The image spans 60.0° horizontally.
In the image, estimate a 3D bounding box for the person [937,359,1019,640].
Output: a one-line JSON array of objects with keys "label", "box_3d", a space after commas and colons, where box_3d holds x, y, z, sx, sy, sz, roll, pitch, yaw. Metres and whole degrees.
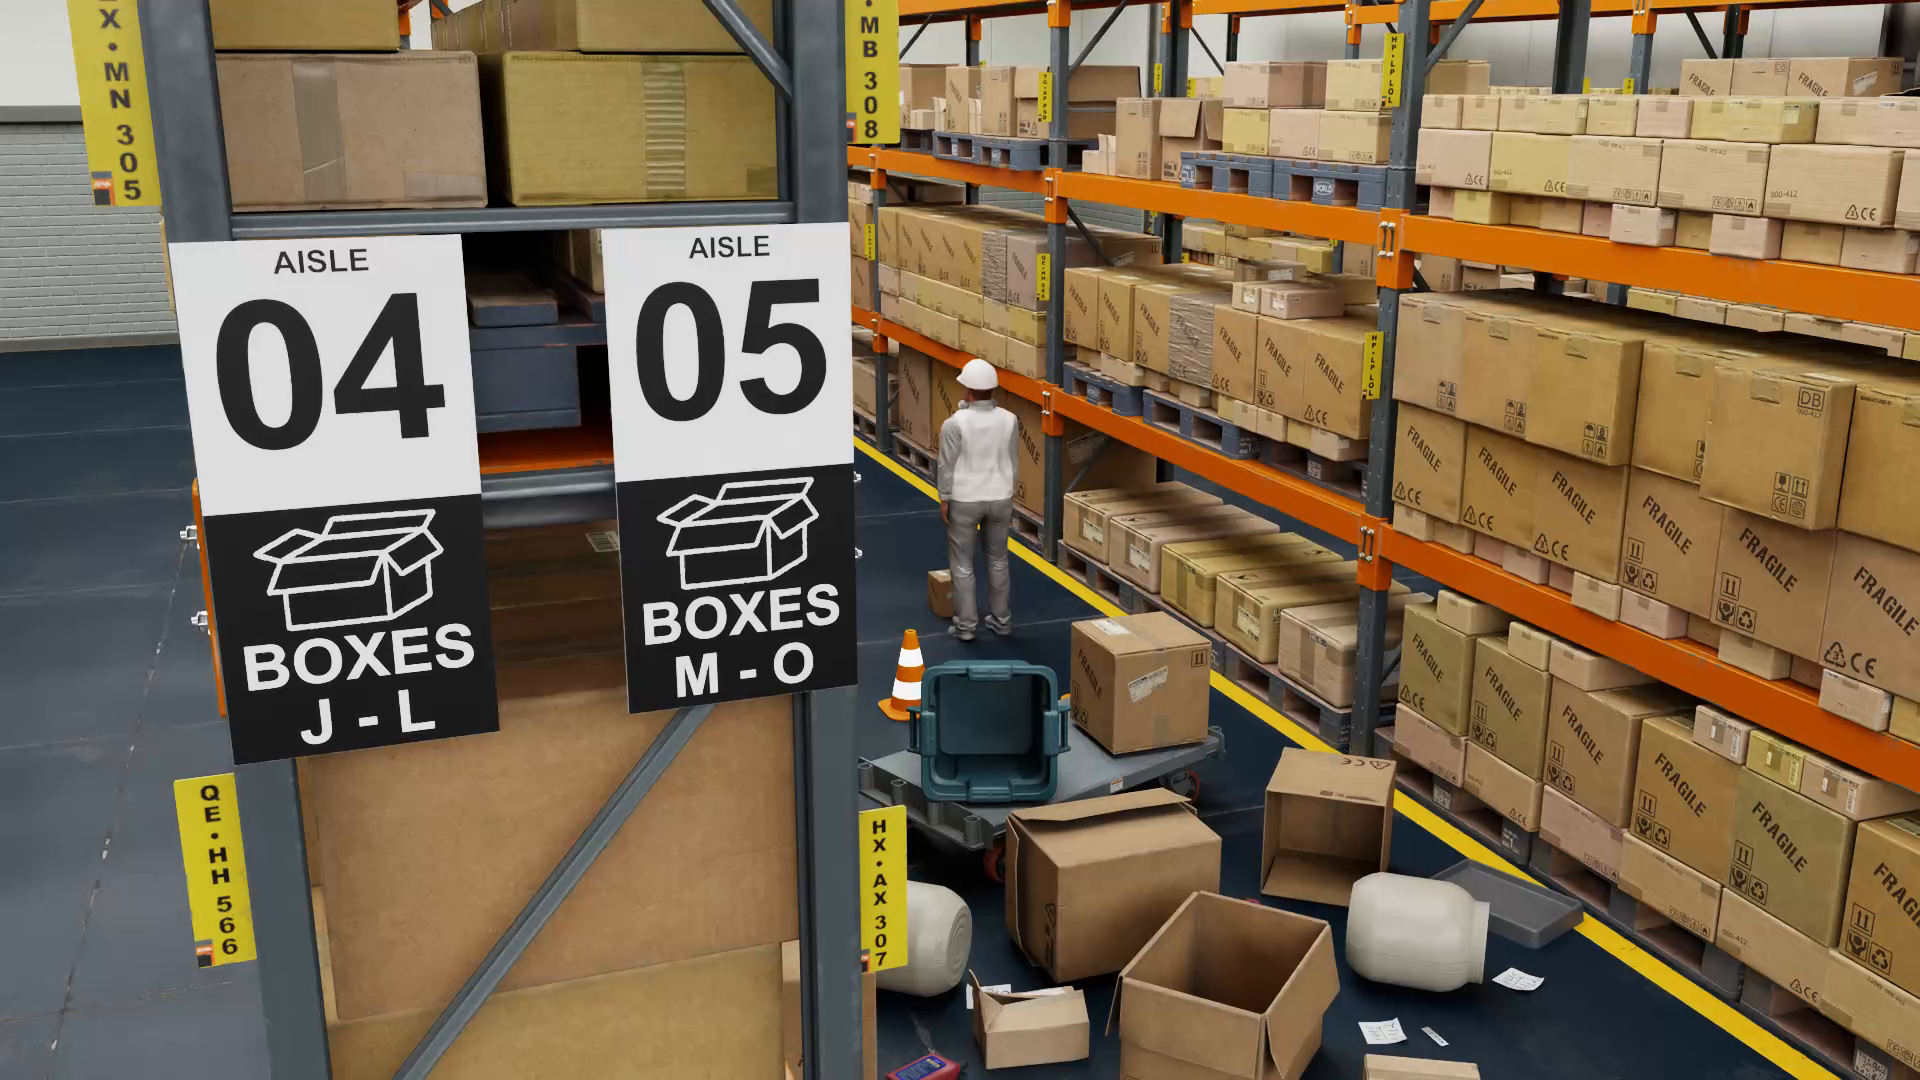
[{"label": "person", "box_3d": [0.105, -0.246, 10.419, 0.532, 1.789, 0.359, -5, 16, -19]}]
